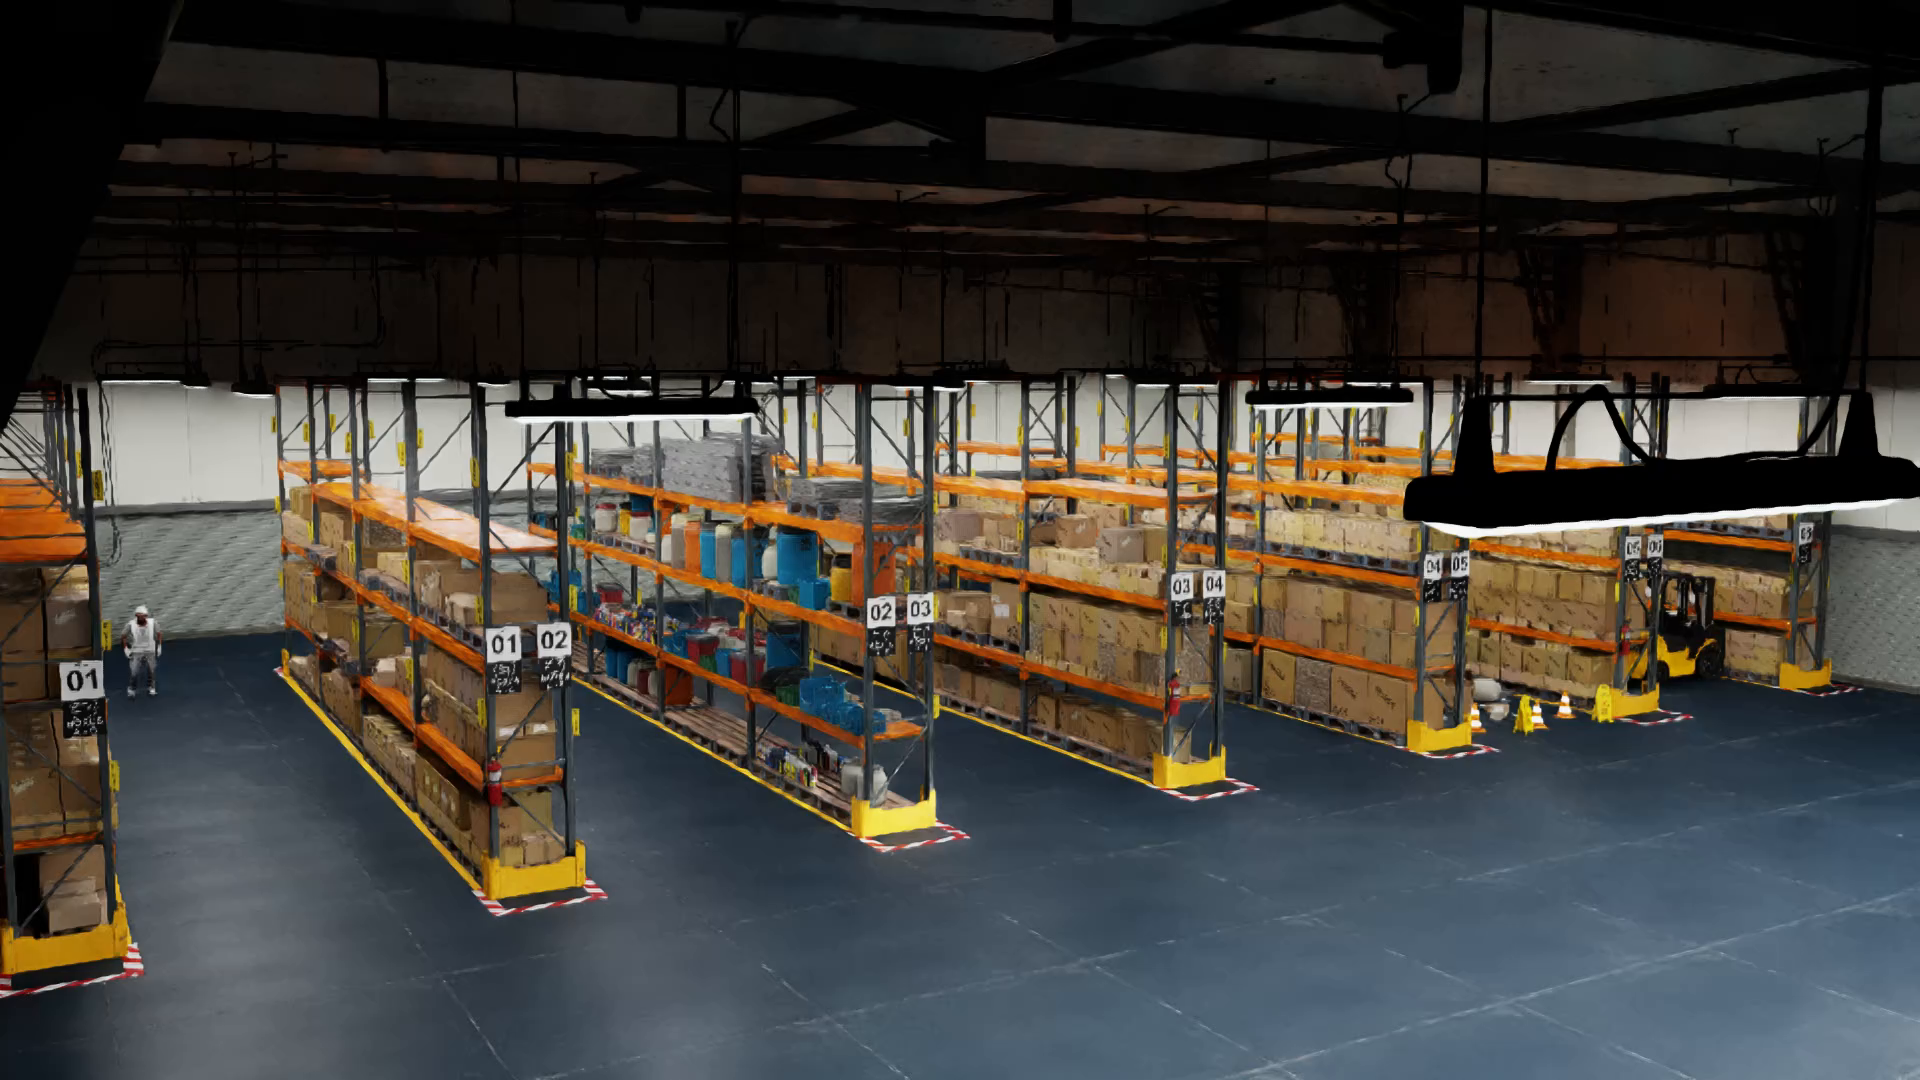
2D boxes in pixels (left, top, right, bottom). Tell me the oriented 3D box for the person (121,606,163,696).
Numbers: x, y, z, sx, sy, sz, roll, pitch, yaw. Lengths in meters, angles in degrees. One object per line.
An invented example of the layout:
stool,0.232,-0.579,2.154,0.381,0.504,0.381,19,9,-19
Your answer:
person,-15.295,2.076,31.111,0.702,1.735,0.549,-4,7,-32

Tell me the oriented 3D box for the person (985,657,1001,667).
person,0.724,1.874,32.866,0.565,1.736,1.044,-4,7,-31
